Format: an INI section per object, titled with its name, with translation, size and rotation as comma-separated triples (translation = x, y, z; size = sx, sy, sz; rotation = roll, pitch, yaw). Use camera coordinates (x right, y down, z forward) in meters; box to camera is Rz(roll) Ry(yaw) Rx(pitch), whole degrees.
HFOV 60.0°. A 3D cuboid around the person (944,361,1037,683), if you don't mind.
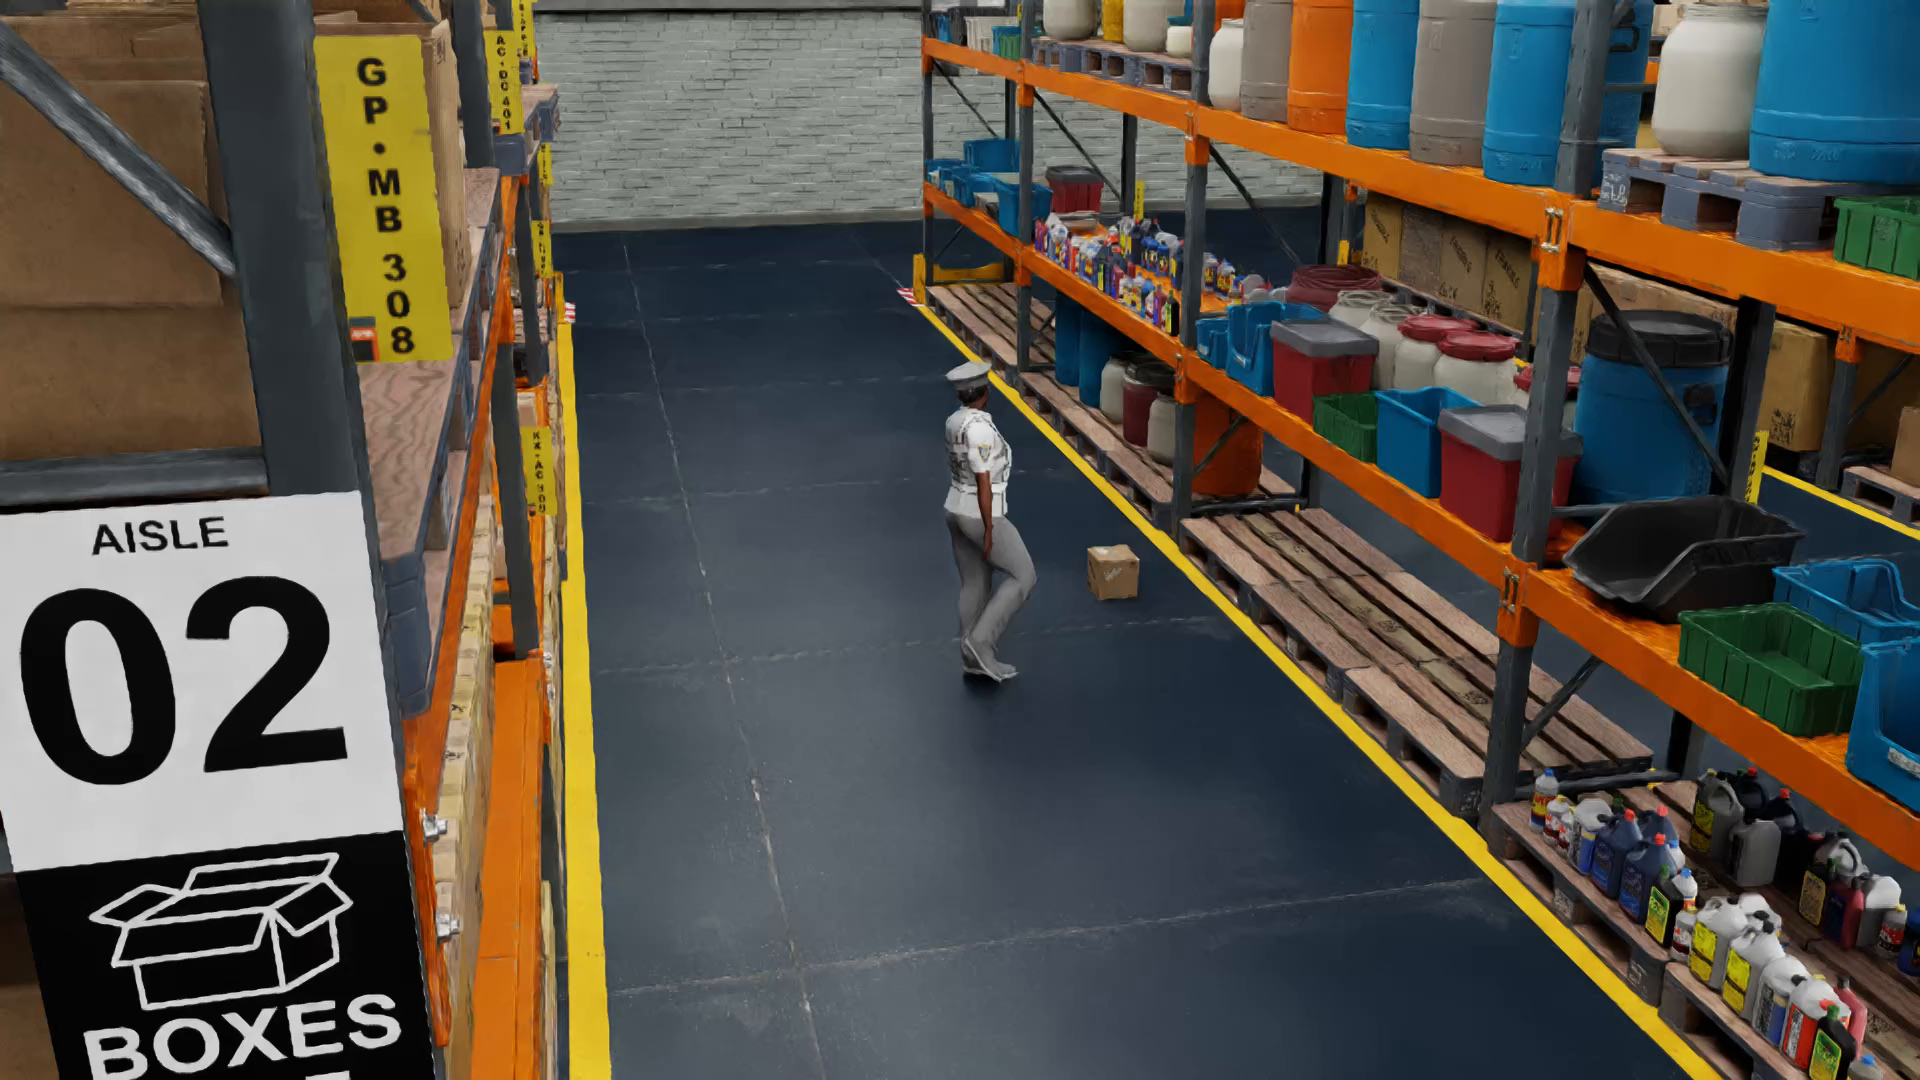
[person]
translation = 0.162, -0.081, 8.774
size = 0.438, 1.656, 0.663
rotation = -6, 21, -17
